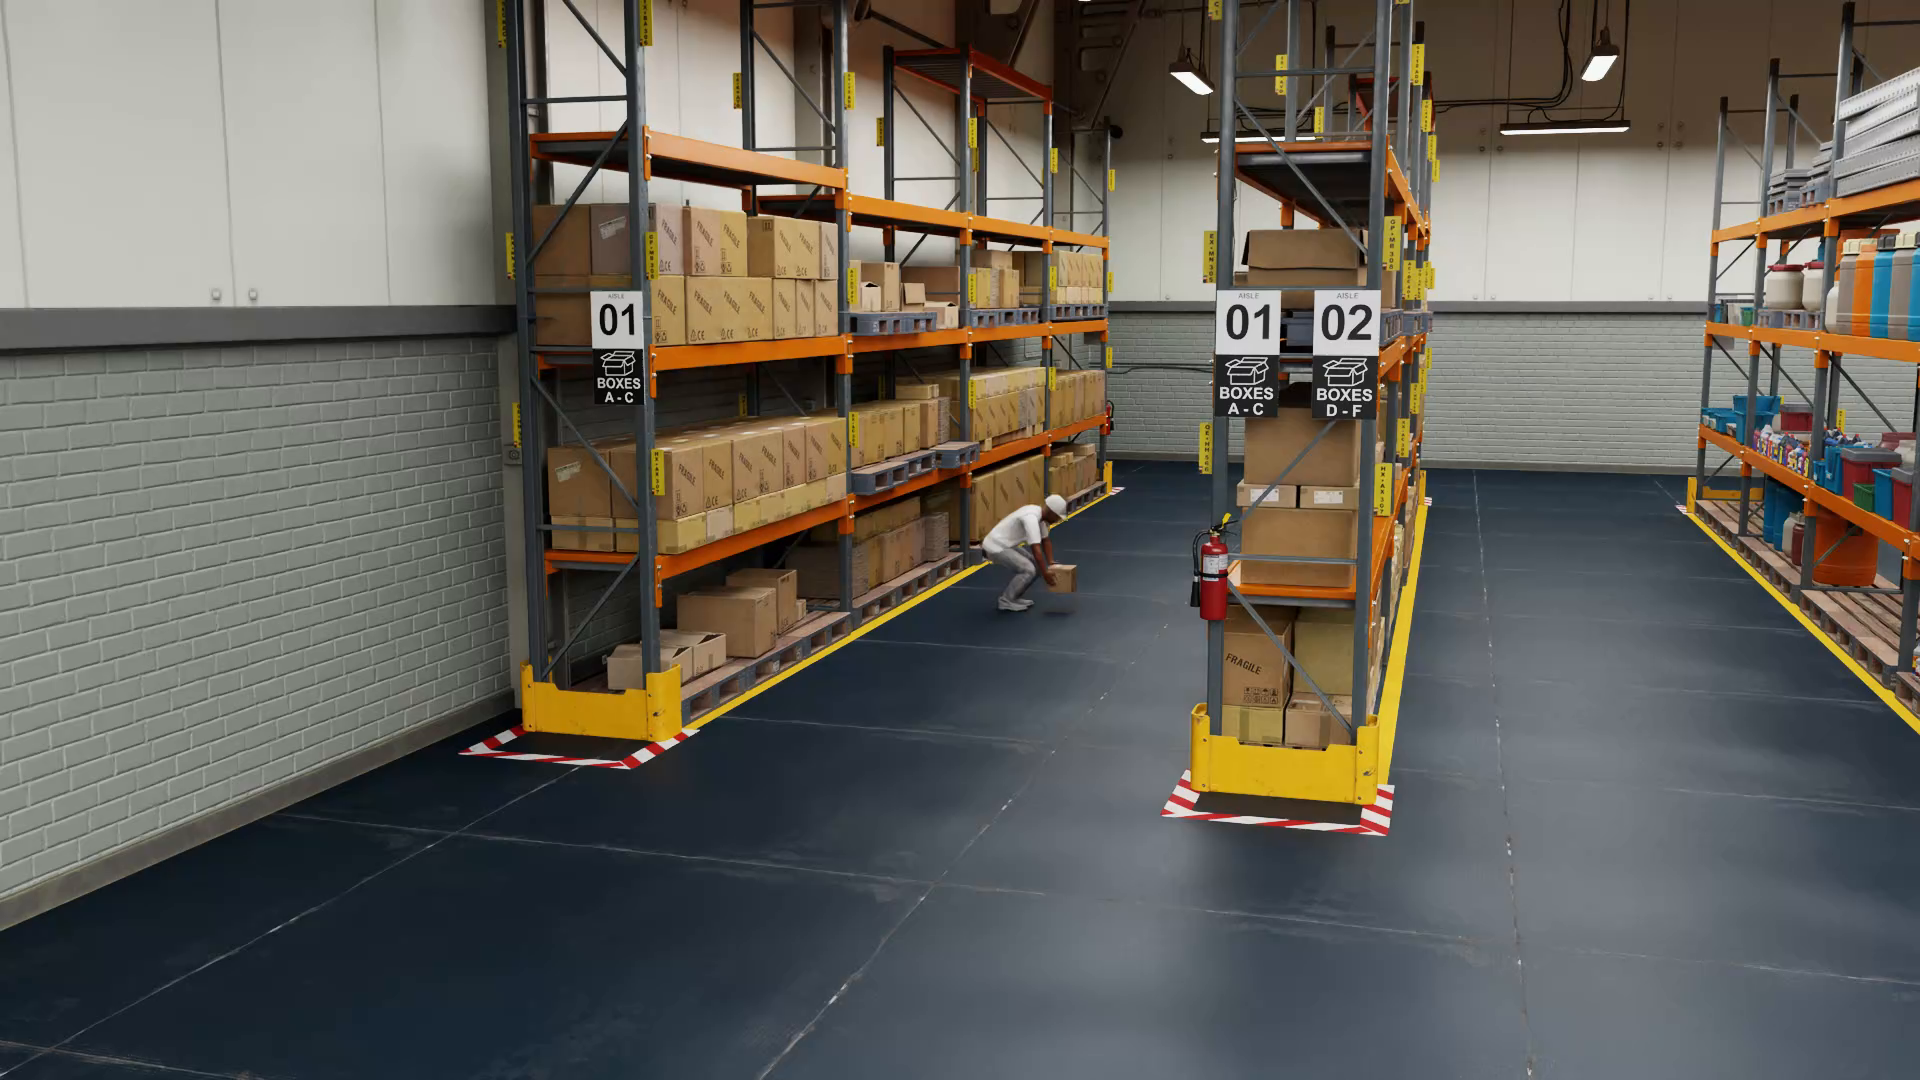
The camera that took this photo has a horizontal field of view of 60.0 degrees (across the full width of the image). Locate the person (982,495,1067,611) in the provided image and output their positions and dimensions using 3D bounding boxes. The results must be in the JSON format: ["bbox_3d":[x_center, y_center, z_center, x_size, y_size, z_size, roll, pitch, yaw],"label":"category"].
[{"bbox_3d":[0.668,0.114,17.011,0.846,1.181,0.616,2,9,16],"label":"person"}]
